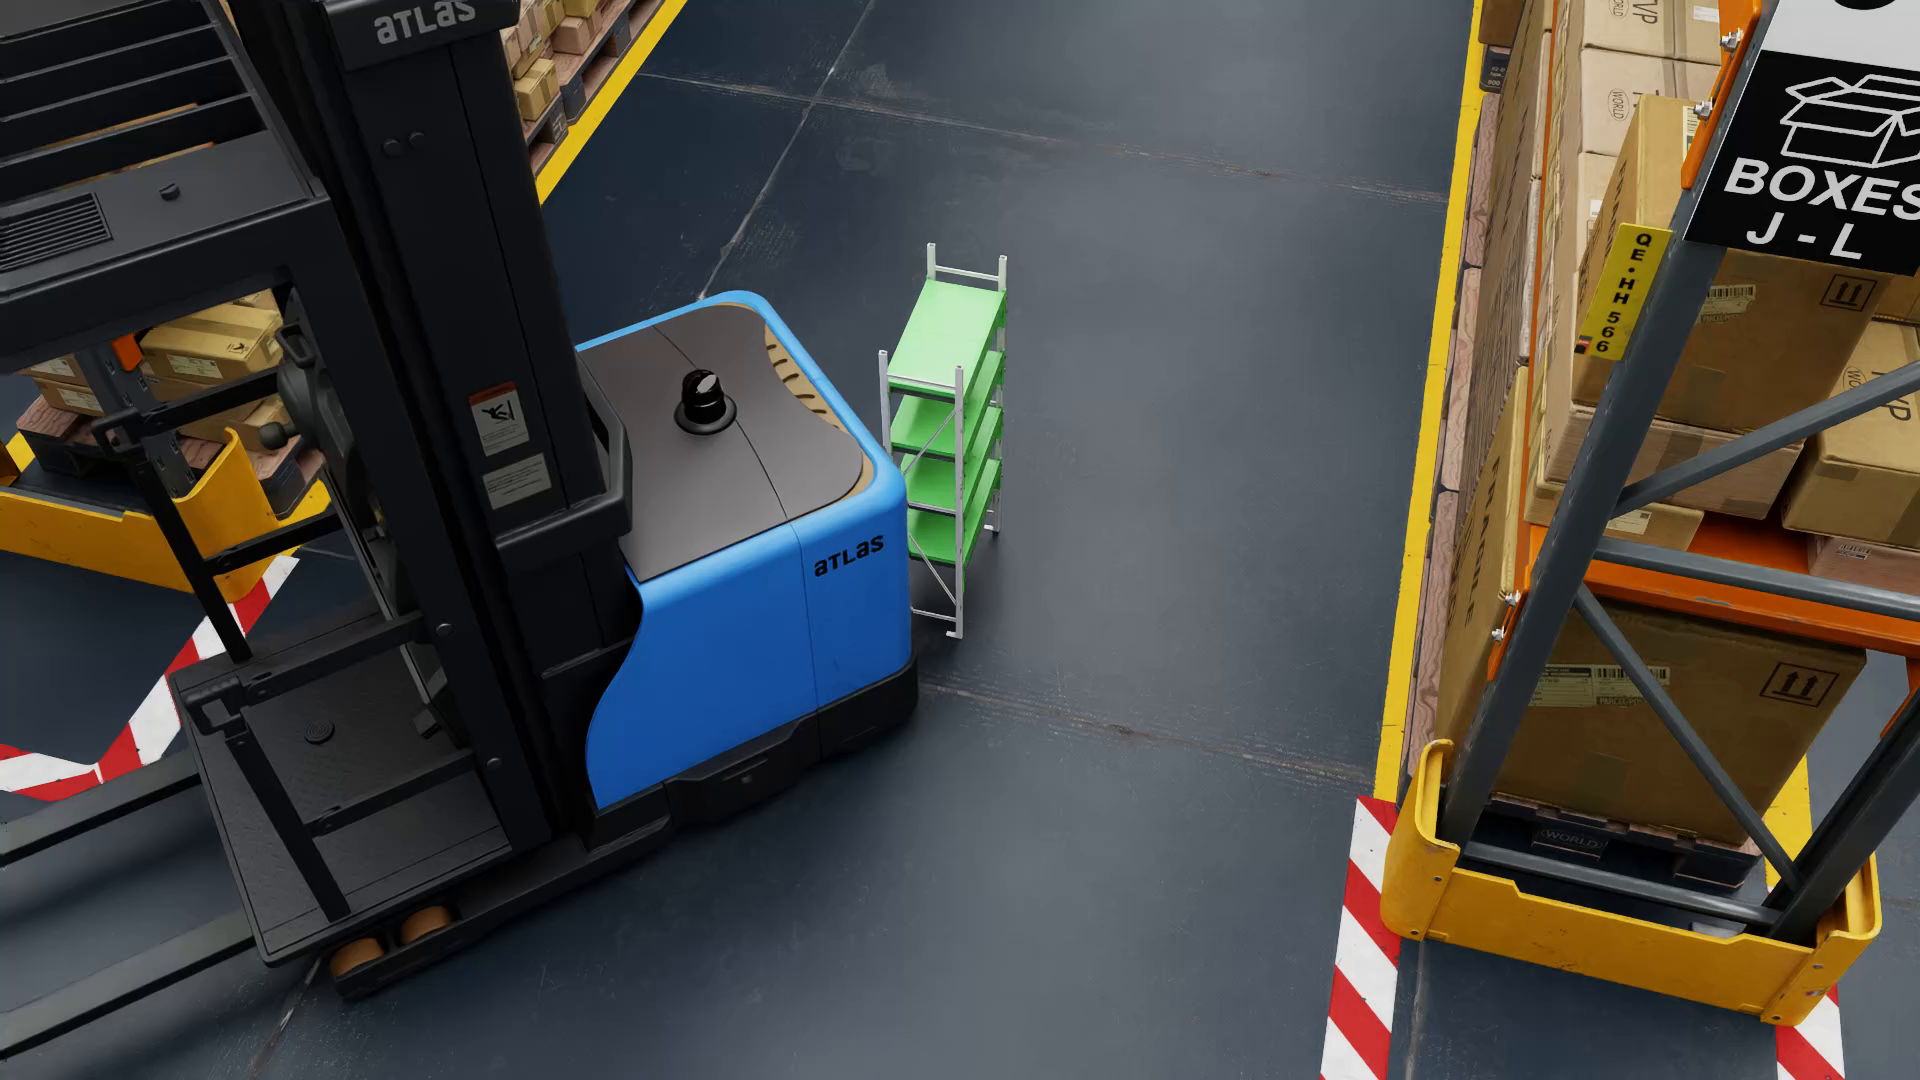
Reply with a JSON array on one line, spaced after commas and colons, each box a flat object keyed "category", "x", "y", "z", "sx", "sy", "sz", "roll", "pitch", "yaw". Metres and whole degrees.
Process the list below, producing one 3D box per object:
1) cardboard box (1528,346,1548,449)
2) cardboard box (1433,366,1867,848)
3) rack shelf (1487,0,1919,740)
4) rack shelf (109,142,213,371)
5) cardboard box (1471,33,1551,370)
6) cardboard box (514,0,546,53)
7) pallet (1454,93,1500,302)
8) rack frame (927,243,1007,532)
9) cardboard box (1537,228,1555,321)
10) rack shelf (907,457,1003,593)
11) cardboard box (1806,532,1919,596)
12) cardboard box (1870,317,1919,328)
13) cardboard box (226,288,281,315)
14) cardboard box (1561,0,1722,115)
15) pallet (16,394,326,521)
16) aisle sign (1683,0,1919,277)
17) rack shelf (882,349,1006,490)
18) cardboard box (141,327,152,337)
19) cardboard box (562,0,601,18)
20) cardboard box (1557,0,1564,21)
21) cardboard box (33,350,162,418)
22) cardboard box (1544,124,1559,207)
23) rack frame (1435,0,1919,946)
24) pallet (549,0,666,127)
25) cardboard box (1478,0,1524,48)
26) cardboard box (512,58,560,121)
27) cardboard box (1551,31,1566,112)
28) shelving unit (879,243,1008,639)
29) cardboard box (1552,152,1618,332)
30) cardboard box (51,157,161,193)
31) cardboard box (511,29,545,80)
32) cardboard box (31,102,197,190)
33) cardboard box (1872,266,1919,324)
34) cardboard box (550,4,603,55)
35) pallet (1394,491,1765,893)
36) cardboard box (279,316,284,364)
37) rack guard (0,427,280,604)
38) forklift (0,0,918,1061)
[{"category": "cardboard box", "x": 1.654, "y": -0.328, "z": 4.206, "sx": 0.380, "sy": 0.149, "sz": 0.250, "roll": 12, "pitch": 50, "yaw": 10}, {"category": "cardboard box", "x": 1.903, "y": 0.185, "z": 4.723, "sx": 0.875, "sy": 0.875, "sz": 0.875, "roll": 12, "pitch": 50, "yaw": 10}, {"category": "rack shelf", "x": 2.338, "y": -1.109, "z": 5.207, "sx": 1.077, "sy": 0.370, "sz": 4.000, "roll": 12, "pitch": 50, "yaw": 10}, {"category": "rack shelf", "x": -2.420, "y": -2.160, "z": 6.136, "sx": 1.077, "sy": 0.370, "sz": 4.000, "roll": 12, "pitch": 50, "yaw": 10}, {"category": "cardboard box", "x": 2.377, "y": -1.116, "z": 5.872, "sx": 0.875, "sy": 0.875, "sz": 0.875, "roll": 12, "pitch": 50, "yaw": 10}, {"category": "cardboard box", "x": -1.950, "y": -2.168, "z": 6.888, "sx": 0.380, "sy": 0.149, "sz": 0.250, "roll": 9, "pitch": 49, "yaw": 8}, {"category": "pallet", "x": 2.589, "y": -1.336, "z": 6.788, "sx": 1.003, "sy": 0.211, "sz": 1.213, "roll": 12, "pitch": 50, "yaw": 10}, {"category": "rack frame", "x": 0.021, "y": -0.454, "z": 5.350, "sx": 0.240, "sy": 1.200, "sz": 0.015, "roll": 12, "pitch": 50, "yaw": 10}, {"category": "cardboard box", "x": 1.789, "y": -0.690, "z": 4.526, "sx": 0.380, "sy": 0.149, "sz": 0.250, "roll": 12, "pitch": 50, "yaw": 11}, {"category": "rack shelf", "x": -0.044, "y": -0.076, "z": 5.422, "sx": 0.258, "sy": 0.148, "sz": 0.480, "roll": 12, "pitch": 50, "yaw": 10}, {"category": "cardboard box", "x": 2.223, "y": -0.008, "z": 3.924, "sx": 0.380, "sy": 0.149, "sz": 0.250, "roll": 12, "pitch": 50, "yaw": 10}, {"category": "cardboard box", "x": 2.329, "y": -0.620, "z": 4.198, "sx": 0.500, "sy": 0.250, "sz": 0.500, "roll": 11, "pitch": 49, "yaw": 10}, {"category": "cardboard box", "x": -2.525, "y": -0.879, "z": 5.750, "sx": 0.380, "sy": 0.149, "sz": 0.250, "roll": 12, "pitch": 50, "yaw": 11}, {"category": "cardboard box", "x": 2.084, "y": -1.464, "z": 4.943, "sx": 0.500, "sy": 0.250, "sz": 0.500, "roll": 12, "pitch": 50, "yaw": 10}, {"category": "pallet", "x": -2.679, "y": -0.665, "z": 6.196, "sx": 1.003, "sy": 0.211, "sz": 1.213, "roll": 12, "pitch": 50, "yaw": 10}, {"category": "aisle sign", "x": 1.503, "y": -0.767, "z": 2.693, "sx": 0.394, "sy": 0.787, "sz": 0.004, "roll": 12, "pitch": 50, "yaw": 10}, {"category": "rack shelf", "x": -0.044, "y": -0.394, "z": 5.062, "sx": 0.258, "sy": 0.148, "sz": 0.480, "roll": 12, "pitch": 50, "yaw": 10}, {"category": "cardboard box", "x": -2.963, "y": -0.862, "z": 5.933, "sx": 0.380, "sy": 0.149, "sz": 0.250, "roll": 11, "pitch": 49, "yaw": 9}, {"category": "cardboard box", "x": -1.783, "y": -2.453, "z": 7.337, "sx": 0.380, "sy": 0.149, "sz": 0.250, "roll": 10, "pitch": 49, "yaw": 9}, {"category": "cardboard box", "x": 2.193, "y": -1.805, "z": 5.510, "sx": 0.380, "sy": 0.149, "sz": 0.250, "roll": 11, "pitch": 49, "yaw": 10}, {"category": "cardboard box", "x": -3.009, "y": -0.569, "z": 5.873, "sx": 0.380, "sy": 0.149, "sz": 0.250, "roll": 12, "pitch": 50, "yaw": 11}, {"category": "cardboard box", "x": 1.923, "y": -1.066, "z": 4.858, "sx": 0.380, "sy": 0.149, "sz": 0.250, "roll": 12, "pitch": 50, "yaw": 10}, {"category": "rack frame", "x": 1.812, "y": 0.100, "z": 3.661, "sx": 1.000, "sy": 3.000, "sz": 0.127, "roll": 12, "pitch": 50, "yaw": 10}, {"category": "pallet", "x": -2.037, "y": -2.430, "z": 7.753, "sx": 1.003, "sy": 0.211, "sz": 1.213, "roll": 12, "pitch": 50, "yaw": 10}, {"category": "cardboard box", "x": 3.014, "y": -2.696, "z": 7.266, "sx": 1.225, "sy": 0.875, "sz": 0.875, "roll": 12, "pitch": 50, "yaw": 10}, {"category": "cardboard box", "x": -1.941, "y": -1.941, "z": 7.084, "sx": 0.380, "sy": 0.149, "sz": 0.250, "roll": 11, "pitch": 50, "yaw": 10}, {"category": "cardboard box", "x": 2.057, "y": -1.434, "z": 5.182, "sx": 0.380, "sy": 0.149, "sz": 0.250, "roll": 10, "pitch": 49, "yaw": 9}, {"category": "shelving unit", "x": -0.044, "y": -0.277, "z": 5.194, "sx": 0.258, "sy": 1.200, "sz": 0.503, "roll": 12, "pitch": 50, "yaw": 10}, {"category": "cardboard box", "x": 1.817, "y": -0.718, "z": 4.285, "sx": 0.500, "sy": 0.250, "sz": 0.500, "roll": 11, "pitch": 49, "yaw": 9}, {"category": "cardboard box", "x": -2.545, "y": -1.038, "z": 4.833, "sx": 0.380, "sy": 0.149, "sz": 0.250, "roll": 11, "pitch": 50, "yaw": 10}, {"category": "cardboard box", "x": -1.992, "y": -2.103, "z": 7.028, "sx": 0.380, "sy": 0.149, "sz": 0.250, "roll": 13, "pitch": 50, "yaw": 11}, {"category": "cardboard box", "x": -2.562, "y": -1.354, "z": 4.679, "sx": 0.500, "sy": 0.500, "sz": 0.500, "roll": 14, "pitch": 50, "yaw": 12}, {"category": "cardboard box", "x": 2.330, "y": -0.852, "z": 3.903, "sx": 0.500, "sy": 0.500, "sz": 0.500, "roll": 10, "pitch": 49, "yaw": 9}, {"category": "cardboard box", "x": -1.825, "y": -2.314, "z": 7.413, "sx": 0.380, "sy": 0.149, "sz": 0.250, "roll": 10, "pitch": 49, "yaw": 9}, {"category": "pallet", "x": 1.947, "y": 0.429, "z": 5.231, "sx": 1.003, "sy": 0.211, "sz": 1.213, "roll": 12, "pitch": 50, "yaw": 10}, {"category": "cardboard box", "x": -2.435, "y": -0.761, "z": 5.844, "sx": 0.380, "sy": 0.149, "sz": 0.250, "roll": 11, "pitch": 50, "yaw": 10}, {"category": "rack guard", "x": -2.927, "y": -0.180, "z": 5.575, "sx": 1.175, "sy": 0.500, "sz": 0.348, "roll": 12, "pitch": 50, "yaw": 10}, {"category": "forklift", "x": -1.664, "y": -0.164, "z": 3.940, "sx": 3.031, "sy": 2.935, "sz": 1.130, "roll": -24, "pitch": 53, "yaw": -20}]
